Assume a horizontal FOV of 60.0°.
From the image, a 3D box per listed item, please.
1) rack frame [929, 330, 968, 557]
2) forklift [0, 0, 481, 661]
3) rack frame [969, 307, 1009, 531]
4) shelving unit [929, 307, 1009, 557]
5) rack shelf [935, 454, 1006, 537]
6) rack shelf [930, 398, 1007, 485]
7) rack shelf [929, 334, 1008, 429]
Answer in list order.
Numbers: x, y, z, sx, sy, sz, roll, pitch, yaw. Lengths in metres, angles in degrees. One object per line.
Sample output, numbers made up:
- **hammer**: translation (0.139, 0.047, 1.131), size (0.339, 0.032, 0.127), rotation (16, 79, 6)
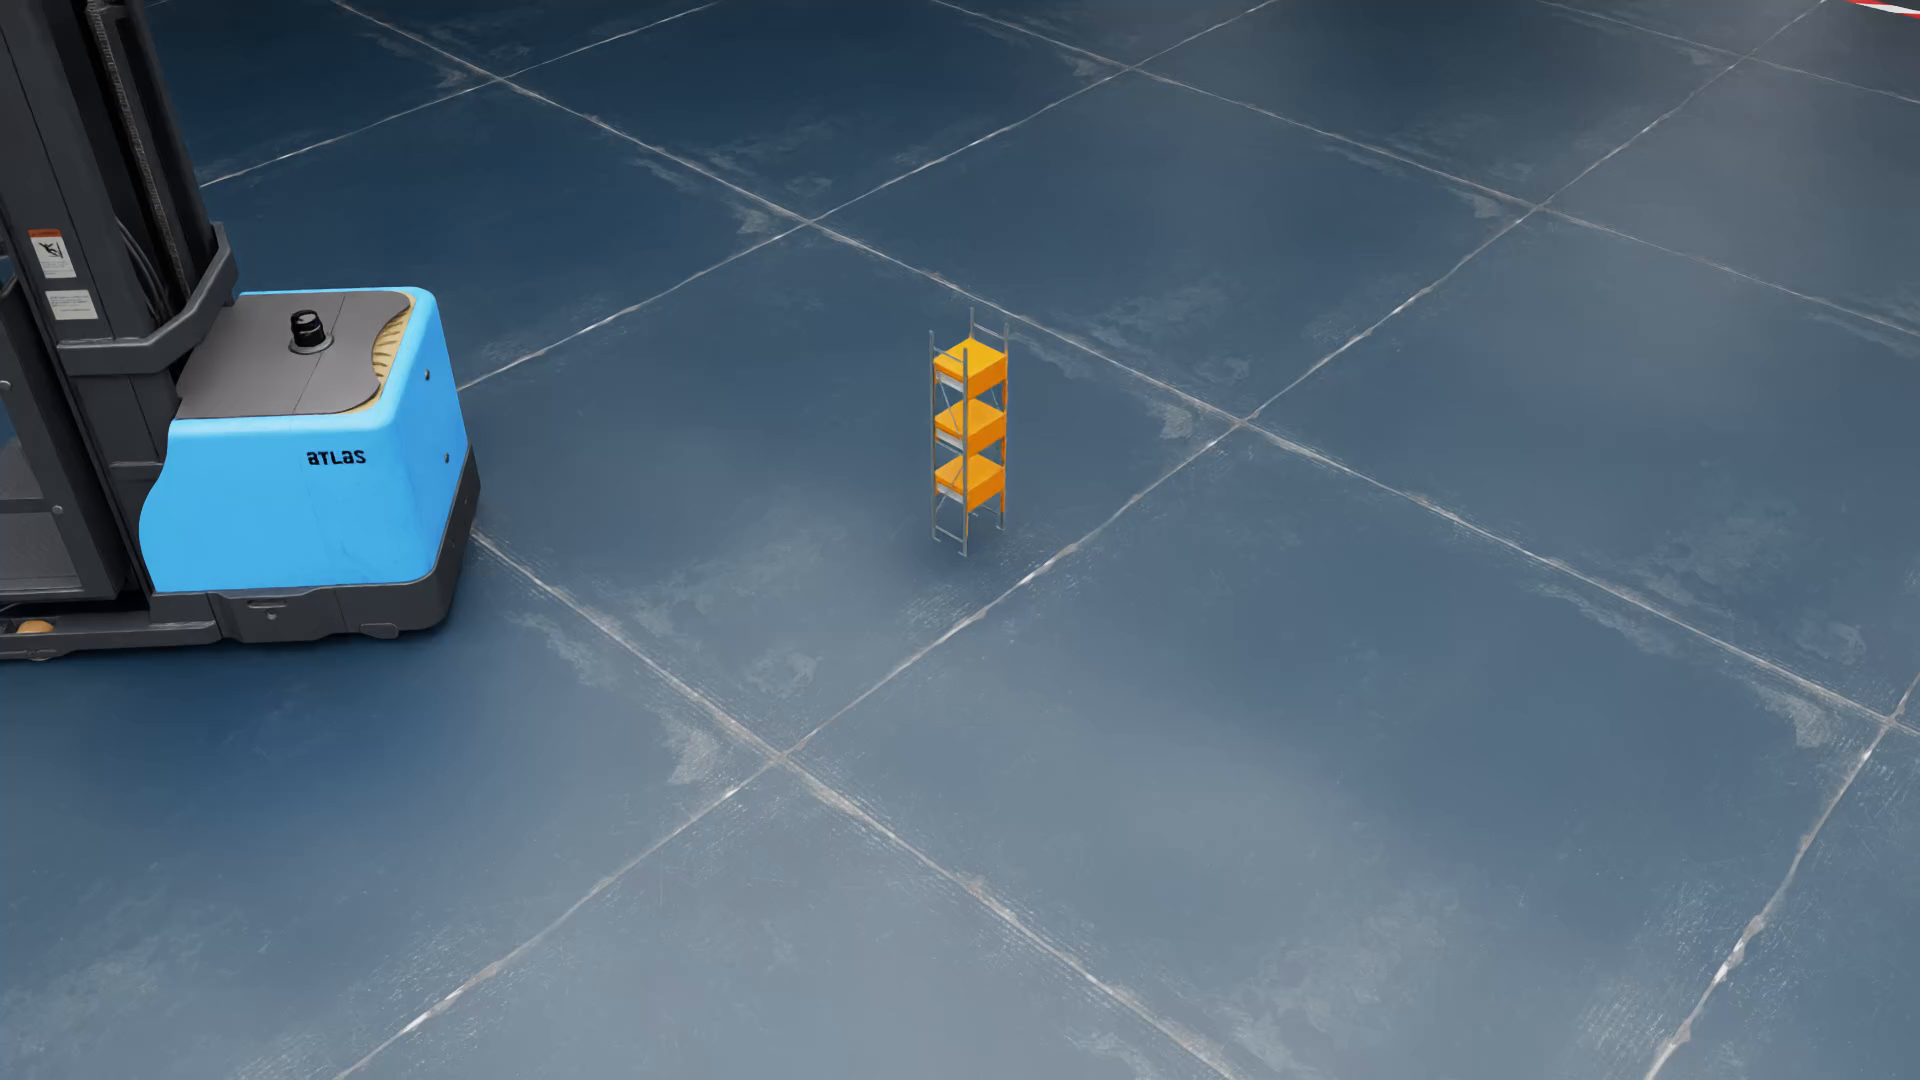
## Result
- **rack frame**: translation (-0.046, -0.379, 6.884), size (0.200, 1.050, 0.008), rotation (30, 47, 32)
- **forklift**: translation (-3.623, -0.998, 6.150), size (3.031, 2.935, 1.130), rotation (-2, 39, -3)
- **rack frame**: translation (0.118, -0.492, 7.025), size (0.200, 1.050, 0.008), rotation (30, 47, 32)
- **shelving unit**: translation (0.036, -0.435, 6.954), size (0.215, 1.050, 0.252), rotation (30, 47, 32)
- **rack shelf**: translation (0.036, -0.210, 7.134), size (0.215, 0.259, 0.240), rotation (30, 47, 32)
- **rack shelf**: translation (0.036, -0.427, 6.961), size (0.215, 0.259, 0.240), rotation (30, 47, 32)
- **rack shelf**: translation (0.036, -0.649, 6.784), size (0.215, 0.259, 0.240), rotation (30, 47, 32)
